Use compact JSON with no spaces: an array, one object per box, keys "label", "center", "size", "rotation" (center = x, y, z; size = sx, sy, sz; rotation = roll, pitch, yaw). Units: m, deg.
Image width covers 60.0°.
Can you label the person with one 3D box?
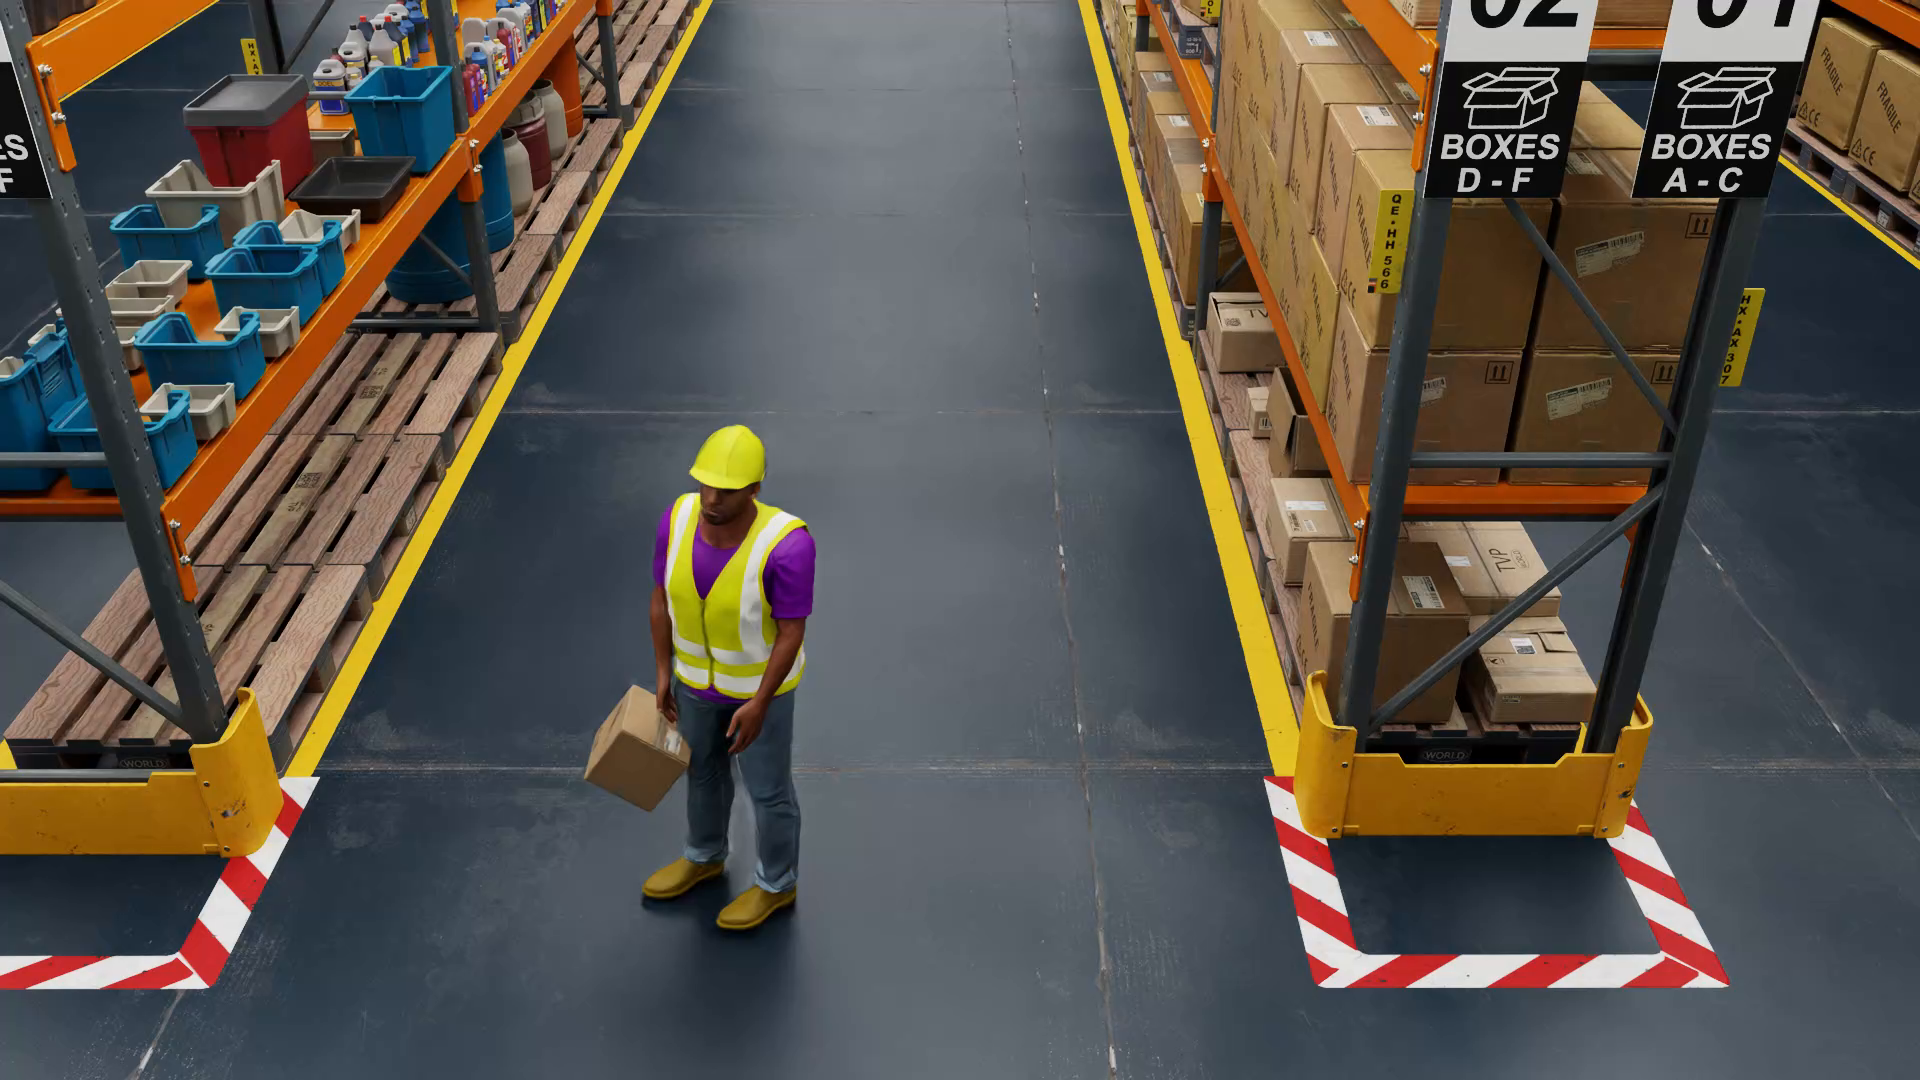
[{"label":"person","center":[-1.888,-3.510,11.834],"size":[9.033,1.776,13.367],"rotation":[13,34,21]}]
